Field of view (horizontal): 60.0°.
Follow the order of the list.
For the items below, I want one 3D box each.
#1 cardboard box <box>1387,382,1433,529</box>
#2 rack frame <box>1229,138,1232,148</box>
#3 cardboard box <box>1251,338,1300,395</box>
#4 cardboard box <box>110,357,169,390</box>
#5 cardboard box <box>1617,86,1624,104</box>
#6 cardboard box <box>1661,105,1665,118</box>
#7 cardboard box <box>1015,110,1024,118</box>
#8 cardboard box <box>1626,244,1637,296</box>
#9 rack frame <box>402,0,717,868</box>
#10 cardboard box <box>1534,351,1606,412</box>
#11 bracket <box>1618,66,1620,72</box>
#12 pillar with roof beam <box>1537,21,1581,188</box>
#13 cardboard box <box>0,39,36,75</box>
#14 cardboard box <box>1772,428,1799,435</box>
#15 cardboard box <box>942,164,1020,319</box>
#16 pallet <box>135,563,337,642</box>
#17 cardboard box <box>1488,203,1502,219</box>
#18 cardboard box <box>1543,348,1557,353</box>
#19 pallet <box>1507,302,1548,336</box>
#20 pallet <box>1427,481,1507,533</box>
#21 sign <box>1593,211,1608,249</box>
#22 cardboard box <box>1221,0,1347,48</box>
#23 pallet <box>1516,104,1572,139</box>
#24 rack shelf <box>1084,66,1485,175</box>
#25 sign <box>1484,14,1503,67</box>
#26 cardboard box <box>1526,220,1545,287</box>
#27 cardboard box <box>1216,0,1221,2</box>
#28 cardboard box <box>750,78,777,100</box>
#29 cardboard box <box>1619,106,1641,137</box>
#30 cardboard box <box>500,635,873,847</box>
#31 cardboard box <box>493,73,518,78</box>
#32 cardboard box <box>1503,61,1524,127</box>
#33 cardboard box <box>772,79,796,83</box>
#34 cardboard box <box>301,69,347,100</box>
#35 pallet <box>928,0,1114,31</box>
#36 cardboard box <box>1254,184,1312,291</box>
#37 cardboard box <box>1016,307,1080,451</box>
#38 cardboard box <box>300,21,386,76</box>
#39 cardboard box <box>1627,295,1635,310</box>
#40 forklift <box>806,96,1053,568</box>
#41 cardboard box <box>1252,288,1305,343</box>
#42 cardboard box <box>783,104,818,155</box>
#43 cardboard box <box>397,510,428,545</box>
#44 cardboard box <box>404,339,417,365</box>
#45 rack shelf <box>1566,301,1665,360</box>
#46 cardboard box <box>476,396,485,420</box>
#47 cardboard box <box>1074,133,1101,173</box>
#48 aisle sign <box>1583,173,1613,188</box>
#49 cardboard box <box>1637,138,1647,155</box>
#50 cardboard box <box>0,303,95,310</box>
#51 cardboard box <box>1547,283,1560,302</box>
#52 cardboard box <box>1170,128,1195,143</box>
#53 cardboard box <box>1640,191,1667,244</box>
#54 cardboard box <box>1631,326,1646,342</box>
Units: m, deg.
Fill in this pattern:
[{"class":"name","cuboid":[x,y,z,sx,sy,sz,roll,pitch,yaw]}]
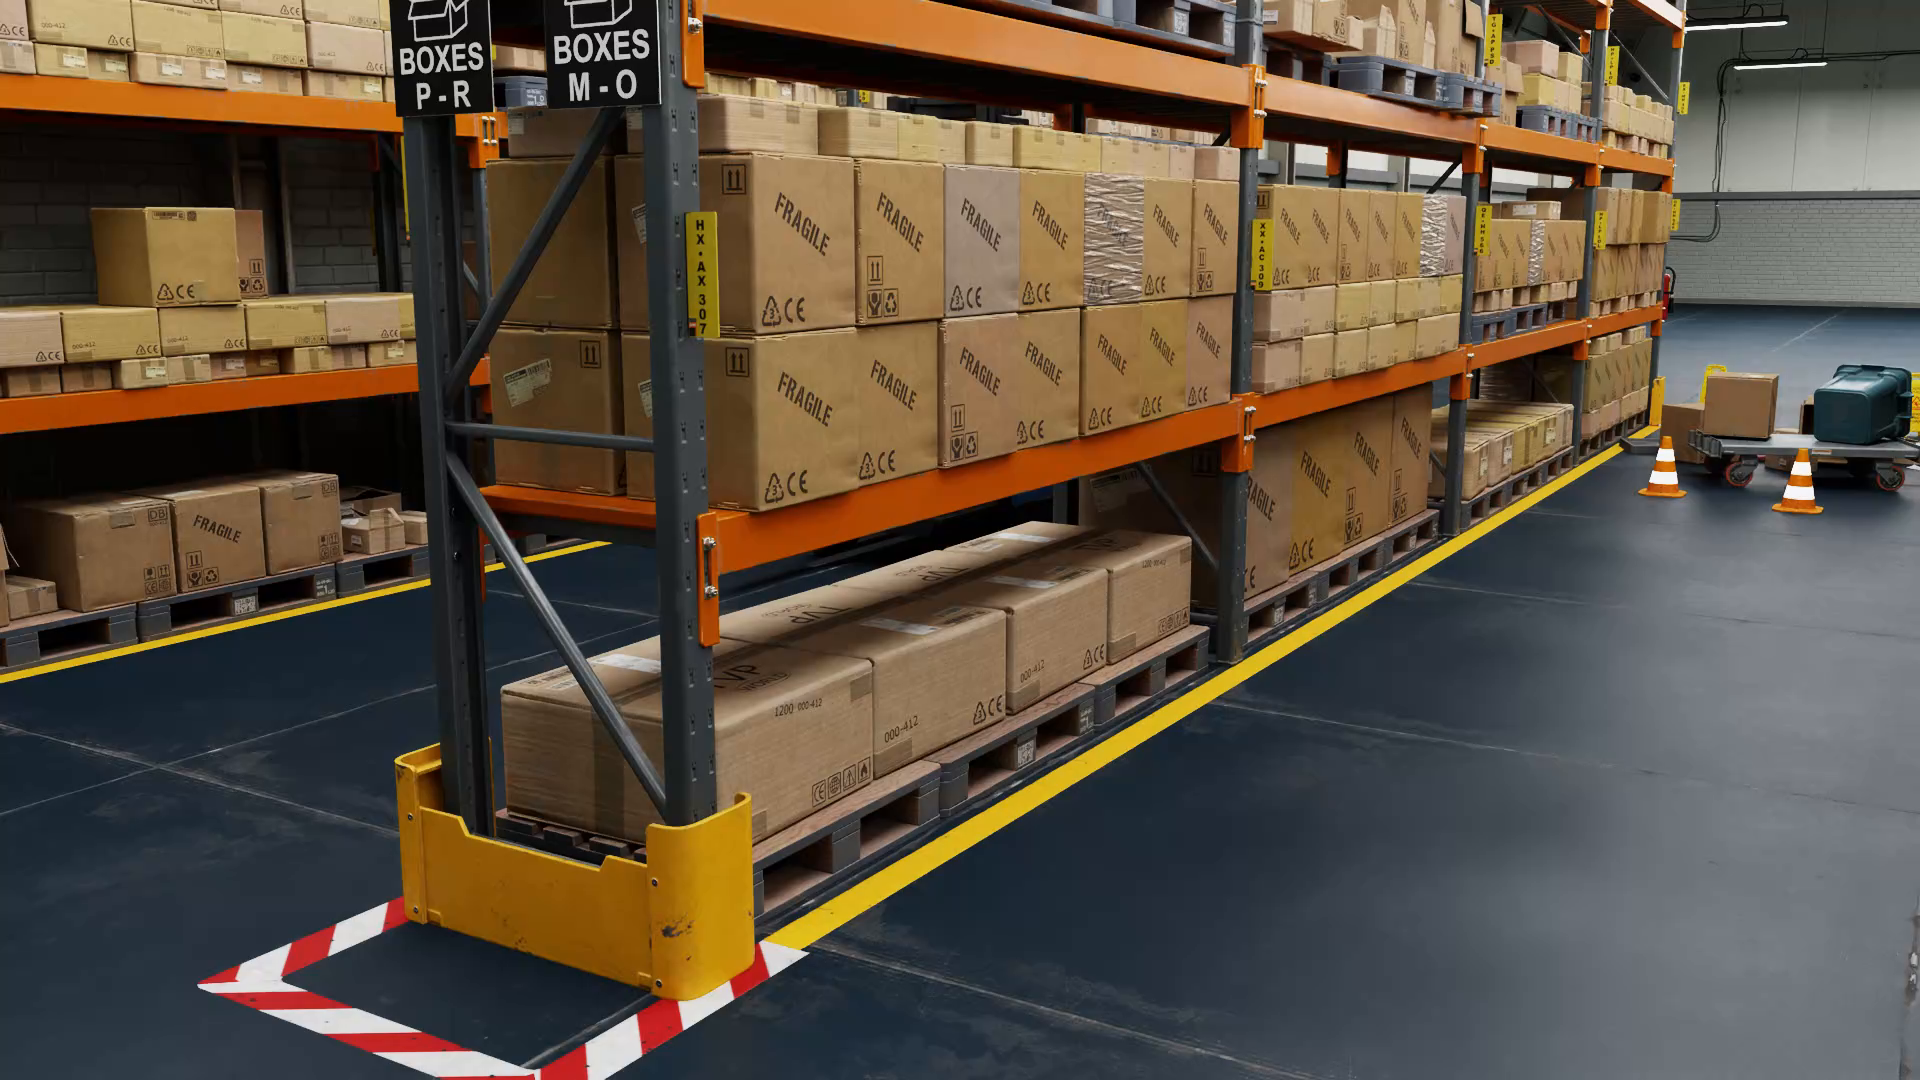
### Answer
[{"class":"cardboard box","cuboid":[2.577,-0.605,11.082,0.875,0.875,0.875,6,12,30]},{"class":"rack frame","cuboid":[2.916,-6.224,20.161,1.000,3.000,0.127,6,12,31]},{"class":"cardboard box","cuboid":[1.384,-0.885,8.351,0.500,0.250,0.500,6,12,29]},{"class":"cardboard box","cuboid":[-4.275,-0.859,8.488,0.380,0.149,0.250,6,12,29]},{"class":"cardboard box","cuboid":[5.781,-4.018,15.045,0.380,0.149,0.250,6,12,29]},{"class":"cardboard box","cuboid":[7.070,-4.426,17.225,0.380,0.149,0.250,7,12,32]},{"class":"cardboard box","cuboid":[0.273,-4.075,15.660,0.500,0.311,0.500,6,12,29]},{"class":"cardboard box","cuboid":[6.308,-2.651,16.297,0.500,0.500,0.500,7,12,31]},{"class":"rack frame","cuboid":[-1.147,-0.285,4.742,1.000,3.000,0.127,6,12,31]},{"class":"cardboard box","cuboid":[5.620,-1.463,15.326,0.500,0.500,0.500,7,13,33]},{"class":"bracket","cuboid":[17.447,-12.589,44.377,0.235,0.232,0.430,6,12,31]},{"class":"pillar with roof beam","cuboid":[17.924,-9.564,38.001,9.100,9.000,0.548,6,12,31]},{"class":"cardboard box","cuboid":[-4.548,-2.250,7.765,0.380,0.149,0.250,7,13,32]},{"class":"cardboard box","cuboid":[8.206,-1.002,16.314,0.250,0.149,0.380,-6,12,-28]},{"class":"cardboard box","cuboid":[-0.131,-1.038,5.773,0.500,0.500,0.500,6,12,30]},{"class":"pallet","cuboid":[-4.304,0.283,9.283,1.003,0.211,1.213,6,12,31]},{"class":"cardboard box","cuboid":[4.537,-2.853,14.473,0.380,0.149,0.250,6,12,30]},{"class":"cardboard box","cuboid":[5.424,-1.595,16.030,0.500,0.500,0.500,7,12,32]},{"class":"pallet","cuboid":[3.999,-1.765,13.164,1.003,0.211,1.213,6,12,31]},{"class":"pallet","cuboid":[3.414,-0.296,12.375,1.003,0.211,1.213,6,12,31]},{"class":"sign","cuboid":[5.559,-2.689,14.436,0.100,0.325,0.005,6,12,31]},{"class":"cardboard box","cuboid":[1.635,-2.755,8.371,0.500,0.500,0.500,6,12,30]},{"class":"pallet","cuboid":[4.136,-3.304,13.227,1.213,0.211,1.003,6,12,31]},{"class":"rack shelf","cuboid":[1.968,-2.350,9.573,1.077,0.370,4.000,6,12,31]},{"class":"sign","cuboid":[3.477,-3.257,10.842,0.100,0.325,0.005,6,12,31]},{"class":"cardboard box","cuboid":[4.239,-2.239,12.954,0.500,0.500,0.500,6,12,29]},{"class":"cardboard box","cuboid":[1.208,-2.710,8.643,0.500,0.311,0.500,6,12,31]},{"class":"cardboard box","cuboid":[-1.617,-3.414,12.626,0.380,0.149,0.250,6,12,31]},{"class":"cardboard box","cuboid":[6.077,-3.922,15.615,0.500,0.250,0.500,7,12,31]},{"class":"cardboard box","cuboid":[-0.890,0.654,5.545,0.875,0.438,0.875,6,12,29]},{"class":"cardboard box","cuboid":[-3.110,-3.090,10.842,0.380,0.149,0.250,7,13,32]},{"class":"cardboard box","cuboid":[3.774,-3.311,12.473,0.797,0.503,0.637,6,12,31]},{"class":"cardboard box","cuboid":[-1.485,-3.600,12.810,0.380,0.149,0.250,6,12,29]},{"class":"cardboard box","cuboid":[-3.657,-2.536,9.297,0.380,0.149,0.250,6,12,30]},{"class":"pallet","cuboid":[-0.138,-2.027,6.132,1.003,0.211,1.213,6,12,31]},{"class":"cardboard box","cuboid":[1.404,-1.497,8.224,0.500,0.500,0.500,7,12,31]},{"class":"cardboard box","cuboid":[0.112,-0.624,6.276,0.500,0.500,0.500,7,13,33]},{"class":"cardboard box","cuboid":[-3.612,-2.752,9.367,0.500,0.250,0.500,6,12,29]},{"class":"cardboard box","cuboid":[6.544,-2.391,16.673,0.380,0.149,0.250,6,12,30]},{"class":"forklift","cuboid":[-0.325,-1.341,10.568,1.130,2.935,3.031,6,12,30]},{"class":"cardboard box","cuboid":[1.399,-1.129,8.296,0.500,0.250,0.500,6,12,29]},{"class":"cardboard box","cuboid":[-0.651,-1.222,4.995,0.380,0.149,0.250,7,13,32]},{"class":"cardboard box","cuboid":[-3.353,-0.078,10.238,0.380,0.149,0.250,6,12,29]},{"class":"cardboard box","cuboid":[-3.381,-1.147,10.029,0.380,0.149,0.250,7,13,32]},{"class":"rack shelf","cuboid":[6.122,-2.134,16.569,1.077,0.370,4.000,6,12,31]},{"class":"cardboard box","cuboid":[-2.953,-0.868,10.933,0.380,0.149,0.250,6,12,30]},{"class":"cardboard box","cuboid":[0.324,-1.500,6.479,0.380,0.149,0.250,6,12,29]},{"class":"aisle sign","cuboid":[6.927,-4.119,18.154,0.394,0.787,0.004,6,12,31]},{"class":"cardboard box","cuboid":[6.454,-3.824,16.175,0.380,0.149,0.250,6,12,30]},{"class":"cardboard box","cuboid":[-4.849,-1.088,8.626,0.500,0.250,0.500,7,13,32]},{"class":"cardboard box","cuboid":[4.668,-2.024,13.571,0.380,0.149,0.250,7,12,31]},{"class":"cardboard box","cuboid":[2.277,-4.810,19.074,0.700,0.500,0.500,6,12,31]},{"class":"cardboard box","cuboid":[6.635,-3.219,16.612,0.700,0.500,0.500,6,12,30]},{"class":"cardboard box","cuboid":[6.834,-2.129,17.120,0.380,0.149,0.250,7,13,32]}]
